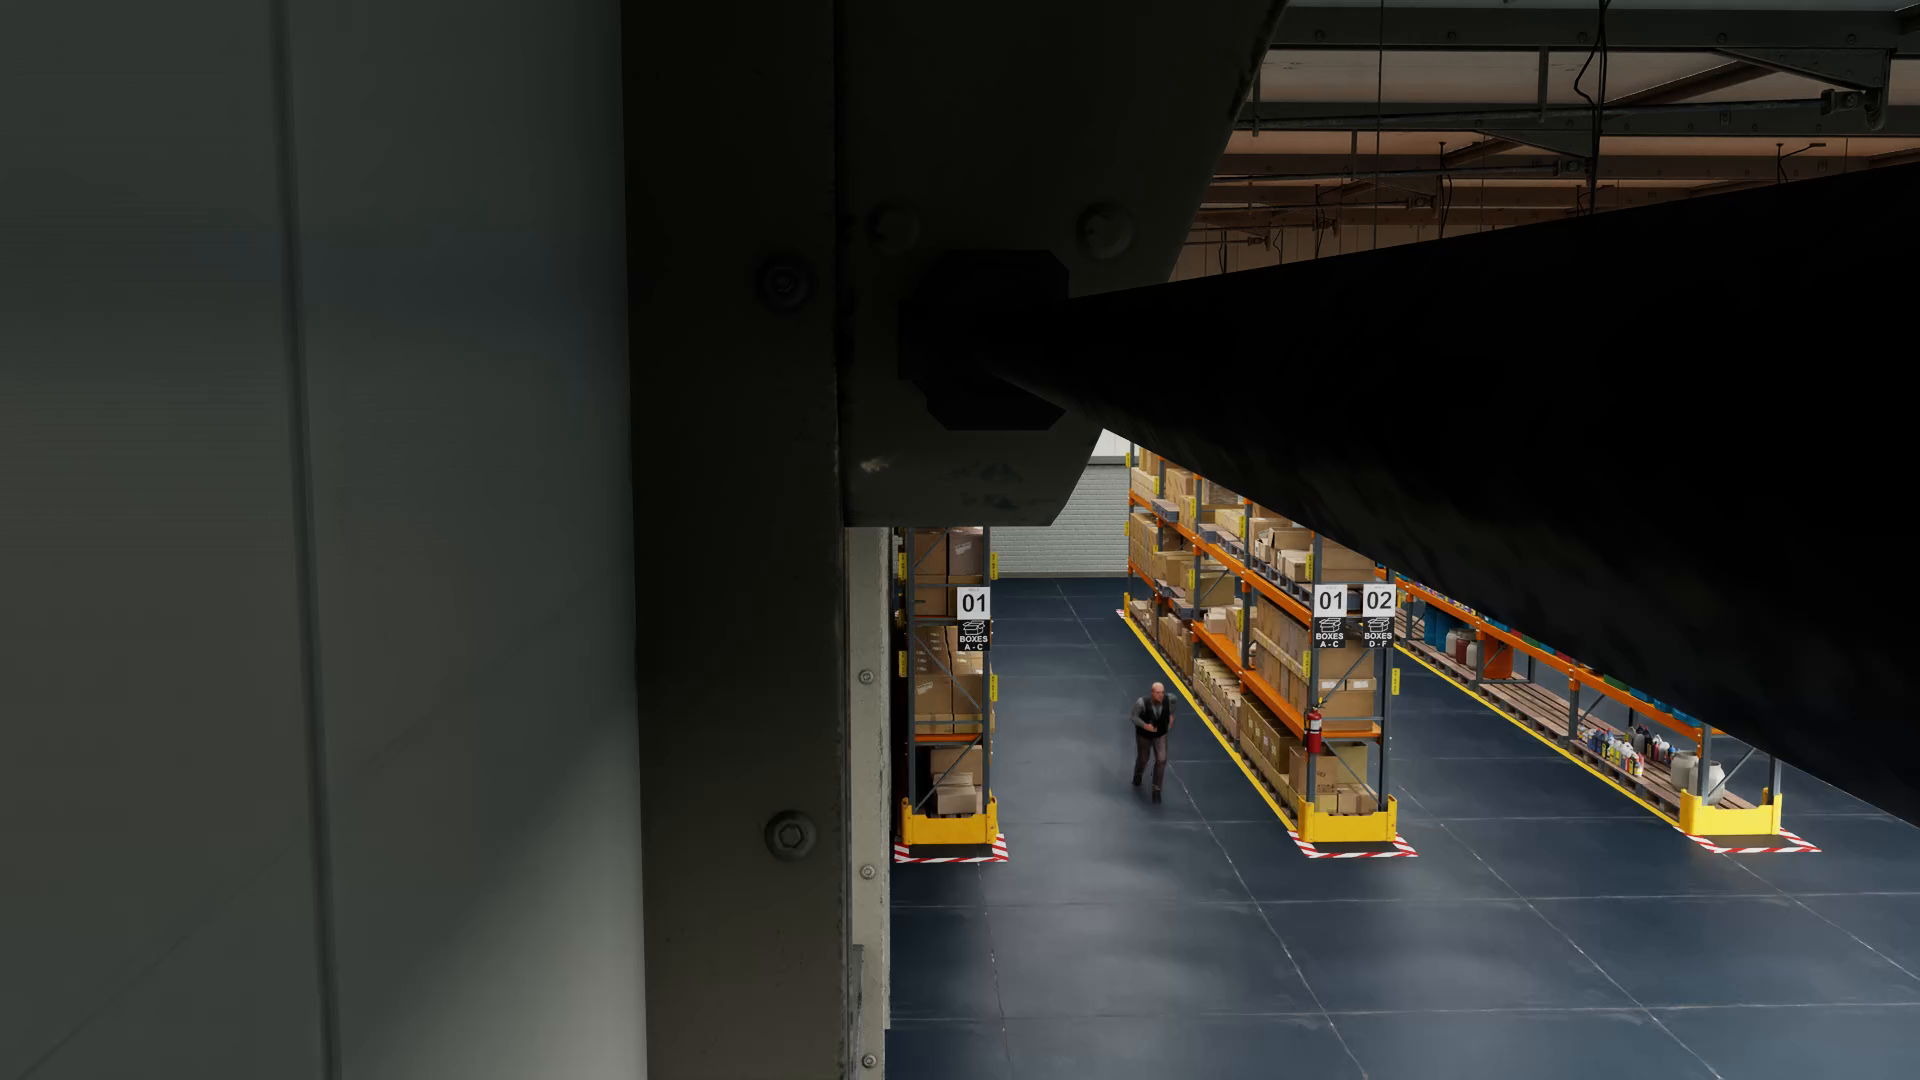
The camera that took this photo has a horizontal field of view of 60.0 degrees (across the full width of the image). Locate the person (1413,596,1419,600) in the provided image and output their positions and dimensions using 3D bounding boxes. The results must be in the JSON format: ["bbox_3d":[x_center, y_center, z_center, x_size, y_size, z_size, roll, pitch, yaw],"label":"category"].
[{"bbox_3d":[10.775,0.577,38.443,0.822,1.628,0.578,2,8,19],"label":"person"}]

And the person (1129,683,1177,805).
[{"bbox_3d":[2.574,2.677,22.479,0.701,1.681,0.992,-1,7,-11],"label":"person"}]
